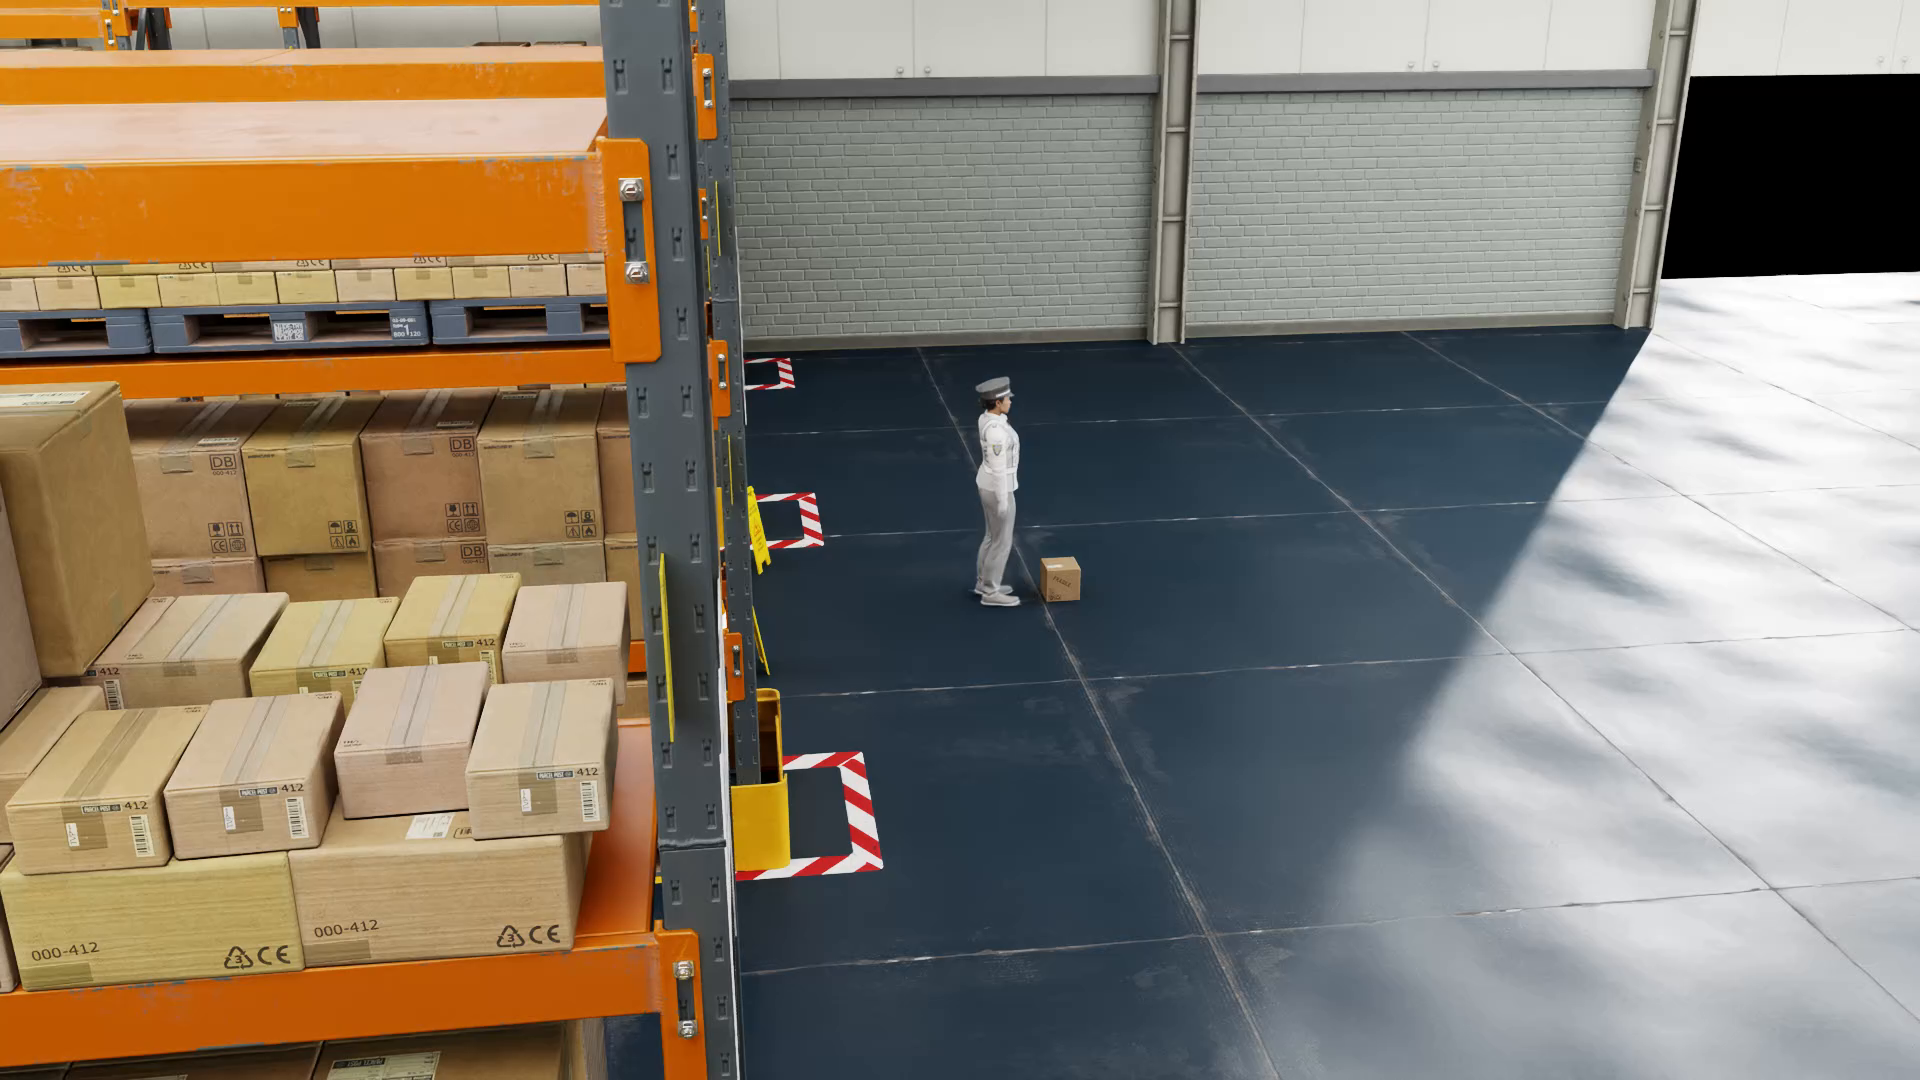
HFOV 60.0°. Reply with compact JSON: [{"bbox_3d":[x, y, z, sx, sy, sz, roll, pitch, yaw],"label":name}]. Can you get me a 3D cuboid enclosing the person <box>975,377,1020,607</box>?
[{"bbox_3d":[0.279,-0.355,12.030,0.338,1.680,0.466,-2,20,-6],"label":"person"}]
